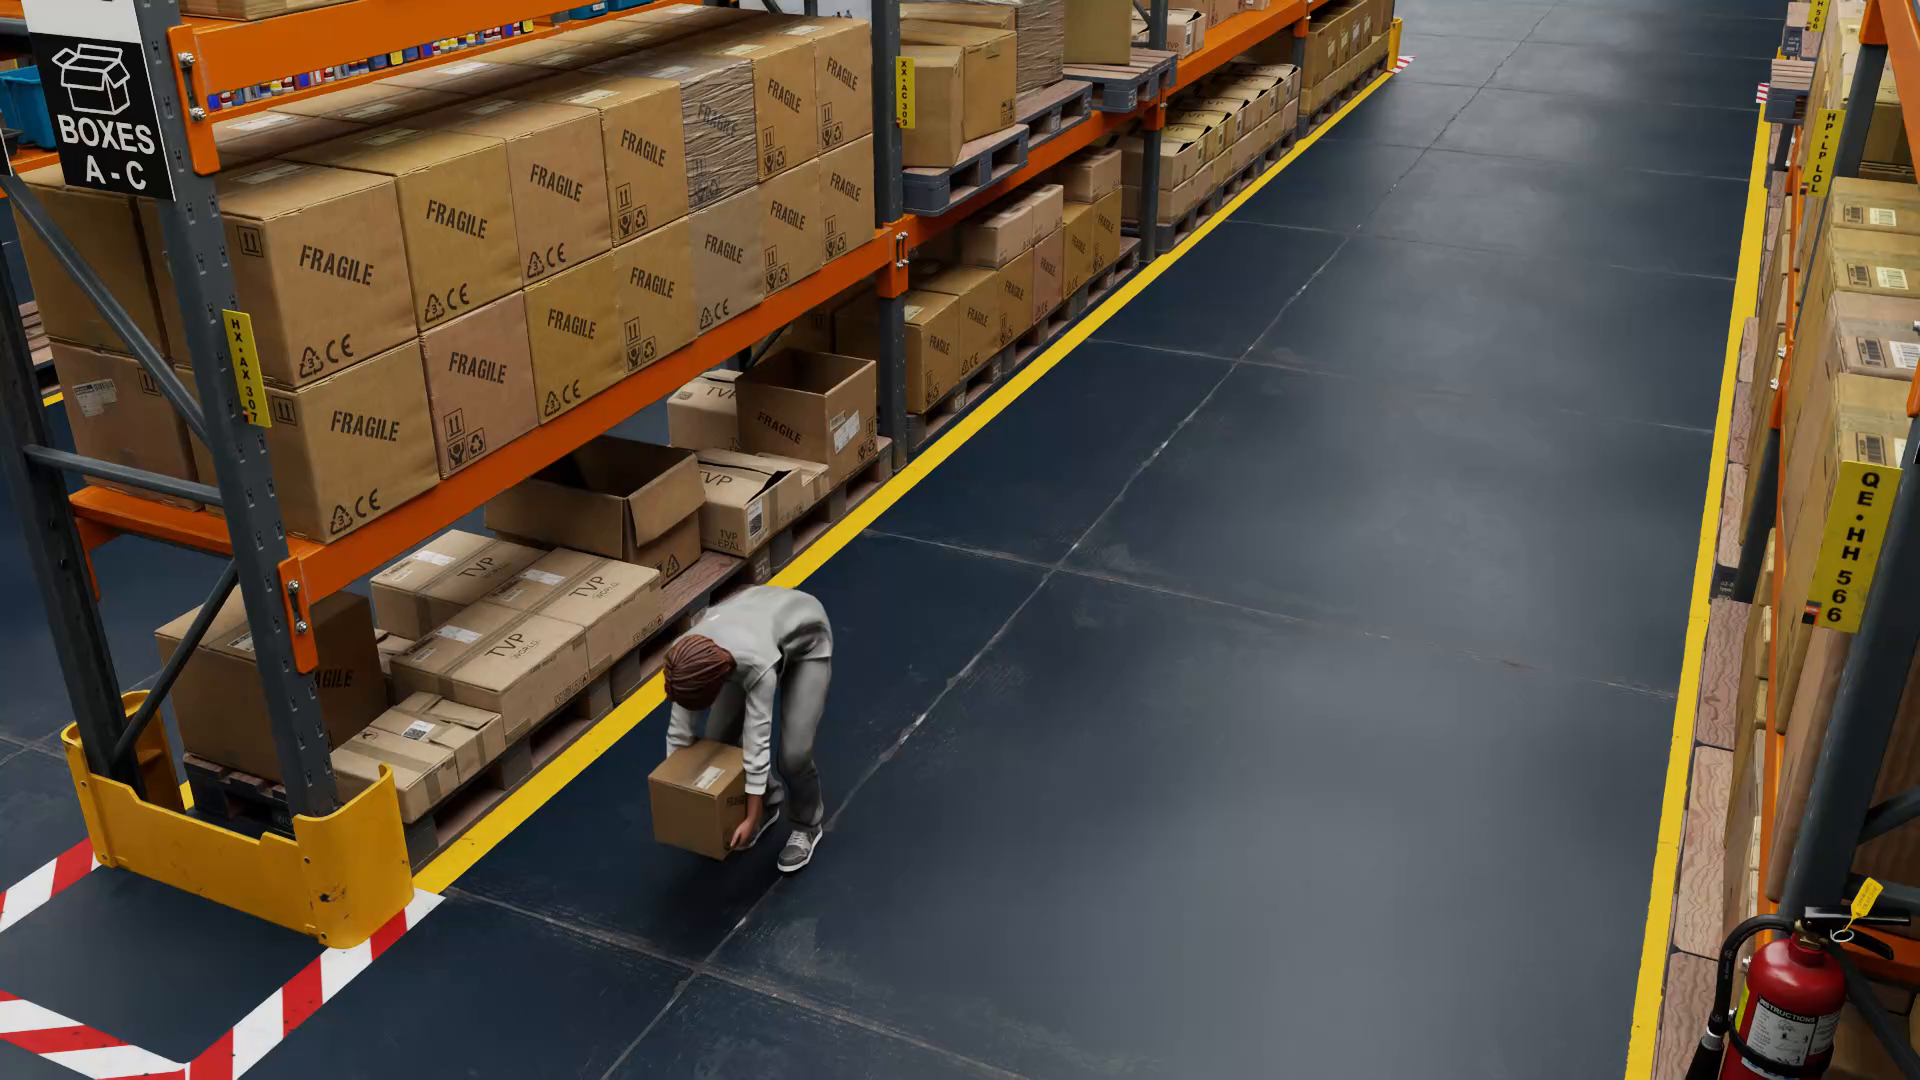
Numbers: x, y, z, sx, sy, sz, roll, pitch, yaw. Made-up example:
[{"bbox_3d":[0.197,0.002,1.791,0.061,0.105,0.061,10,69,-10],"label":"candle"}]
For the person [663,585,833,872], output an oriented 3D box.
[{"bbox_3d":[-0.694,0.645,5.436,0.405,1.060,0.852,10,28,19],"label":"person"}]
